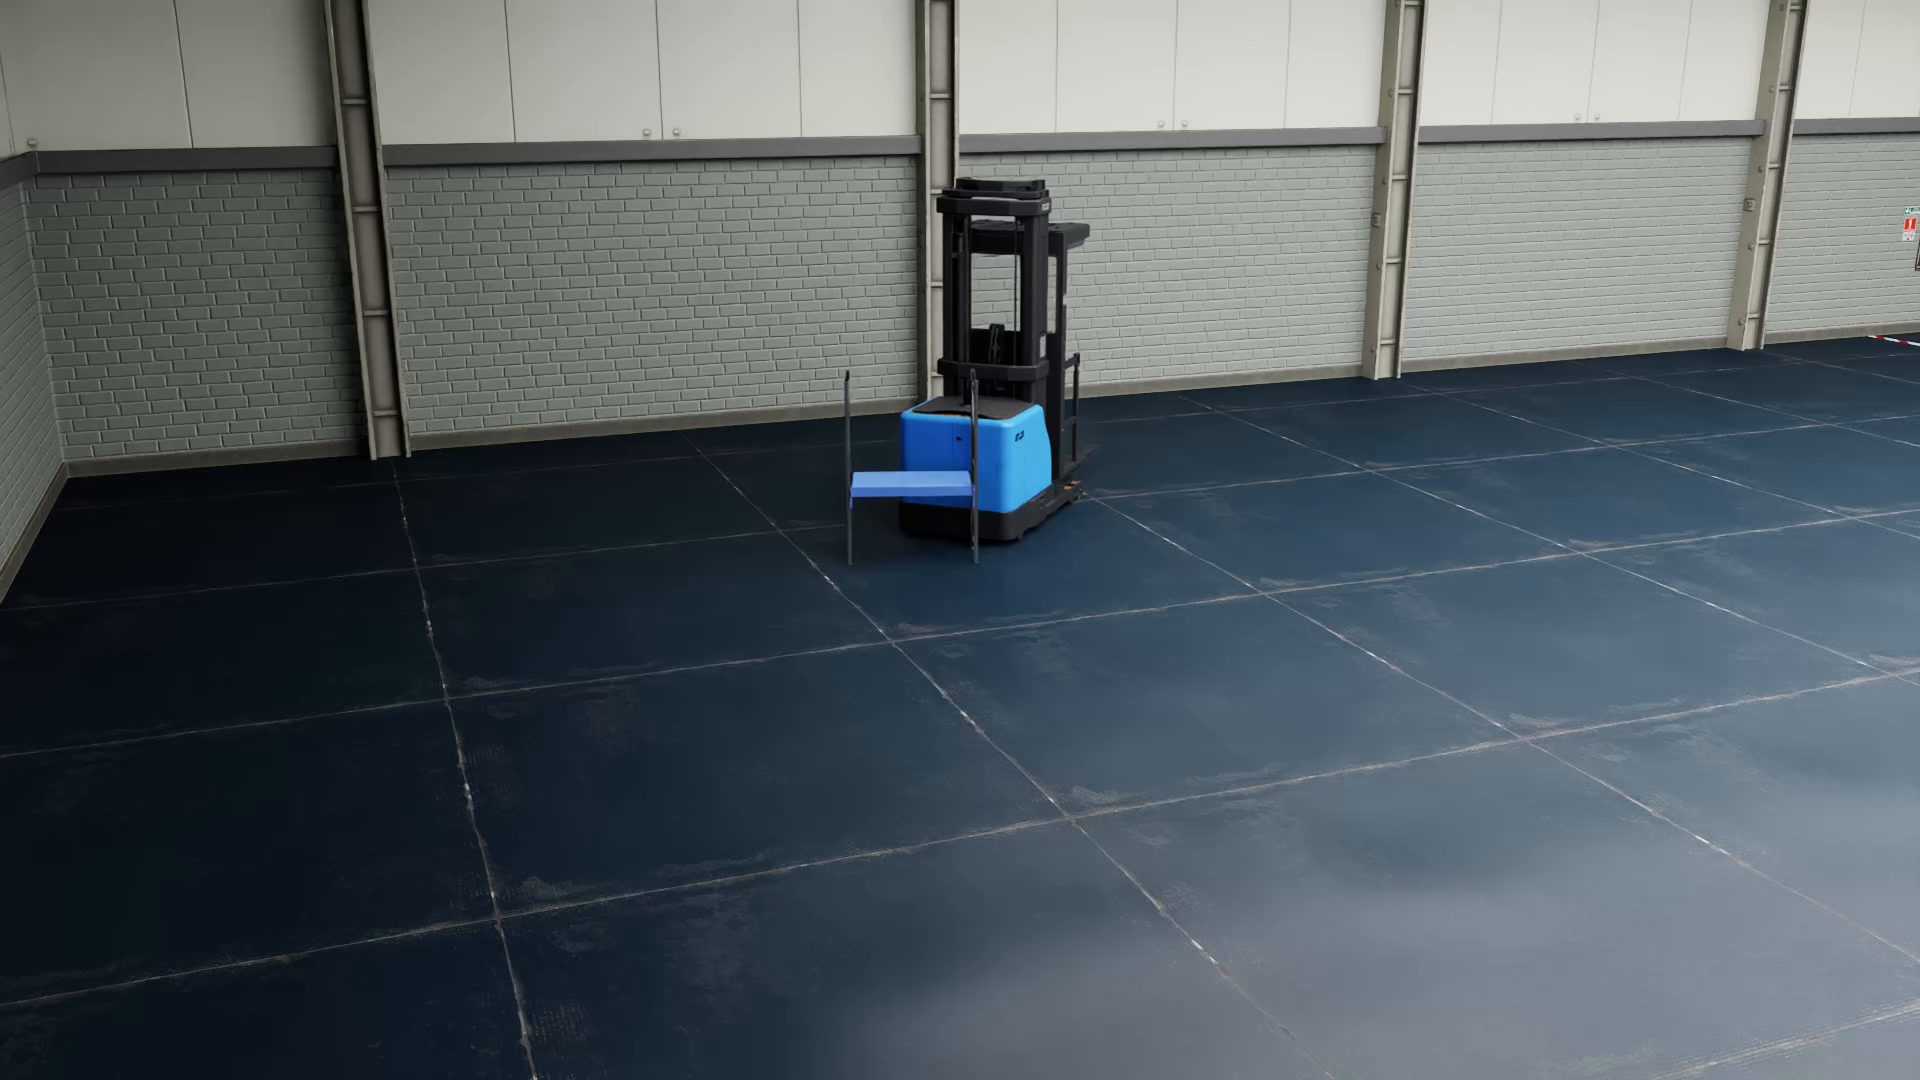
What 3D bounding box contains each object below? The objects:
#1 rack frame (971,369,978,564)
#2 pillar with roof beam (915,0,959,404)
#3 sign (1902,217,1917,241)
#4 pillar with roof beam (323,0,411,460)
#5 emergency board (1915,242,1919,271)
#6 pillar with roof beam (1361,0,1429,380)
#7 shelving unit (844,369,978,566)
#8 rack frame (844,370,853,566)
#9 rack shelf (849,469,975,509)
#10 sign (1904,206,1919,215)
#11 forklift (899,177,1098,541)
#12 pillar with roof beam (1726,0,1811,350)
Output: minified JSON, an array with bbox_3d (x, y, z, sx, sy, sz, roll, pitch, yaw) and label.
[{"bbox_3d":[0.116,-0.597,13.470,0.032,1.500,0.500,-1,16,-3],"label":"rack frame"},{"bbox_3d":[1.294,-4.662,14.003,0.400,9.000,9.100,-6,17,-20],"label":"pillar with roof beam"},{"bbox_3d":[13.687,-4.481,23.969,0.234,0.329,0.001,-6,17,-20],"label":"sign"},{"bbox_3d":[-4.309,-4.057,11.944,0.400,9.000,9.100,-6,17,-20],"label":"pillar with roof beam"},{"bbox_3d":[14.226,-4.496,24.085,0.626,1.169,0.157,-6,17,-20],"label":"emergency board"},{"bbox_3d":[6.897,-5.267,16.063,0.400,9.000,9.100,-6,17,-20],"label":"pillar with roof beam"},{"bbox_3d":[-0.392,-0.591,13.447,1.048,1.500,0.538,-1,16,-3],"label":"shelving unit"},{"bbox_3d":[-0.900,-0.584,13.425,0.032,1.500,0.500,-1,16,-3],"label":"rack frame"},{"bbox_3d":[-0.392,-0.418,13.498,1.000,0.185,0.538,-1,16,-3],"label":"rack shelf"},{"bbox_3d":[13.695,-4.733,23.888,0.331,0.109,0.001,-6,17,-20],"label":"sign"},{"bbox_3d":[0.499,-1.774,14.938,1.130,2.935,3.031,6,18,21],"label":"forklift"},{"bbox_3d":[12.500,-5.872,18.123,0.400,9.000,9.100,-6,17,-20],"label":"pillar with roof beam"}]
